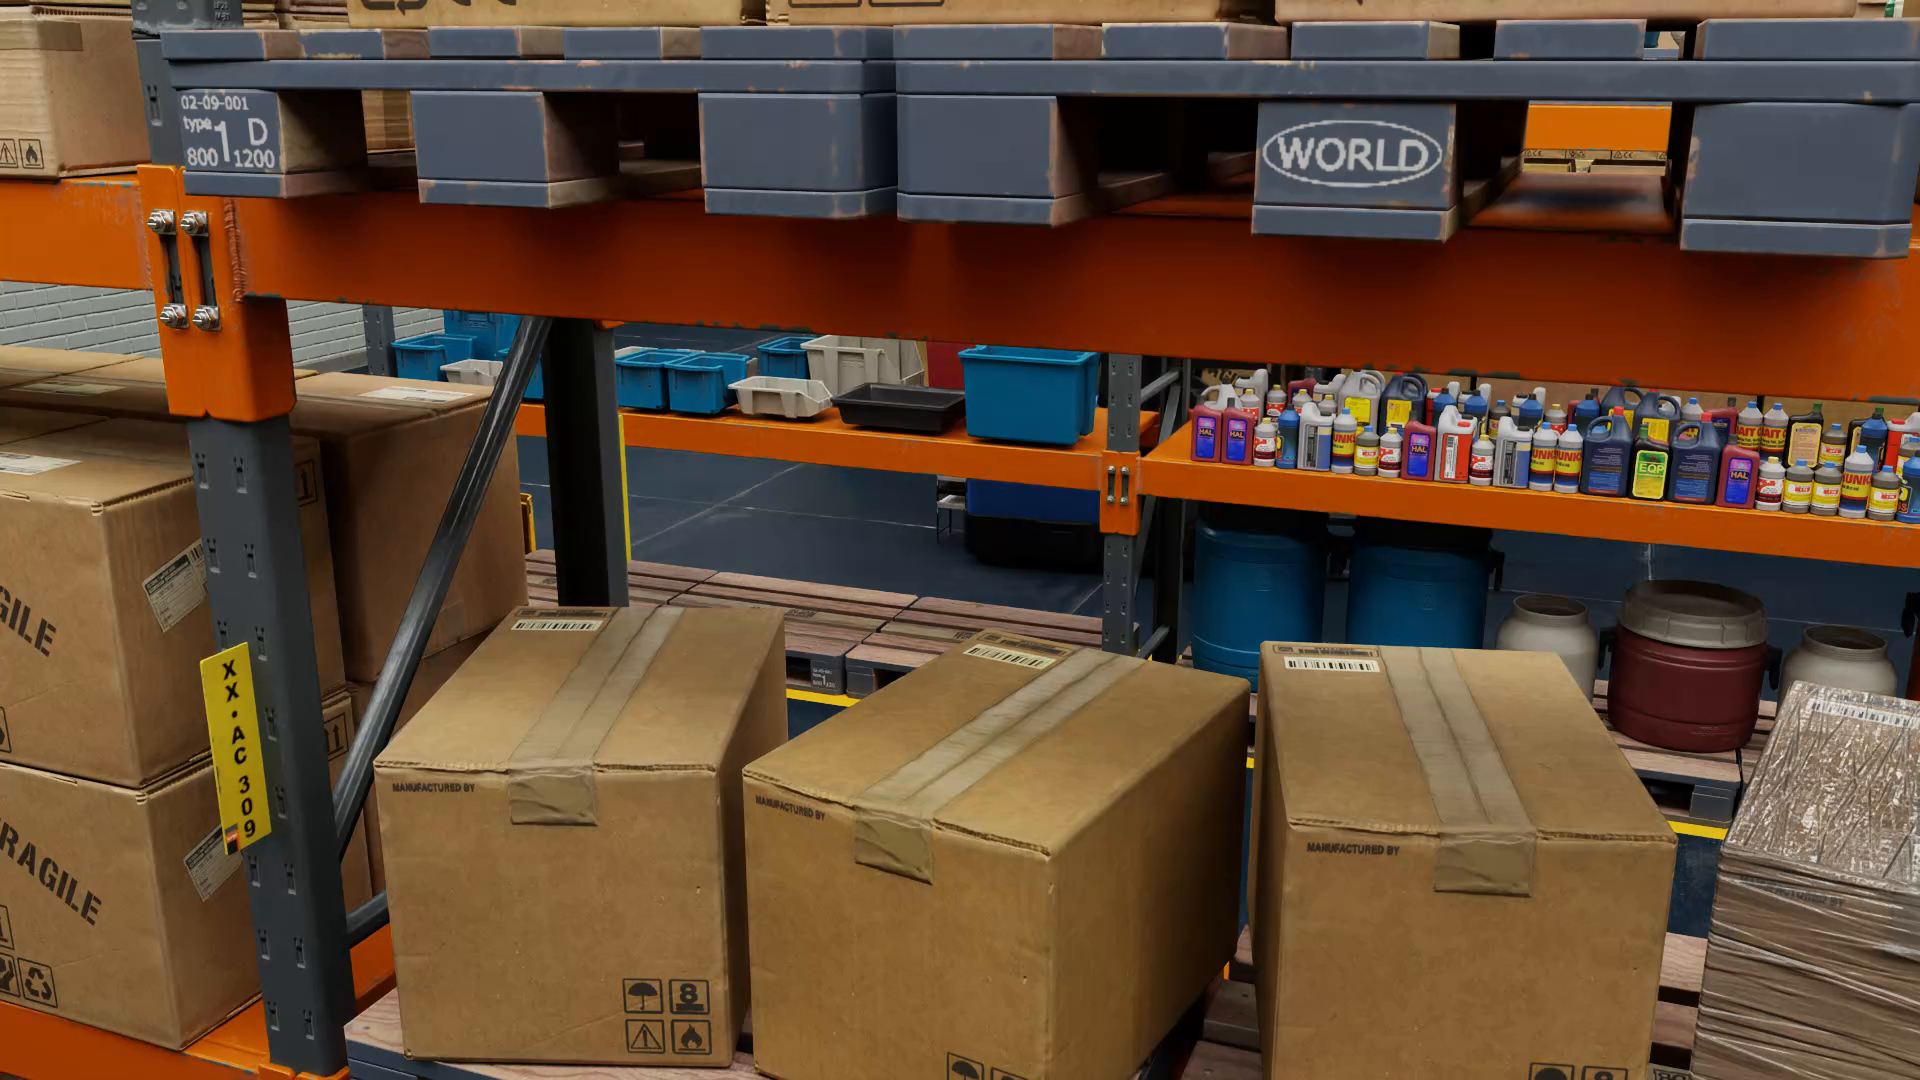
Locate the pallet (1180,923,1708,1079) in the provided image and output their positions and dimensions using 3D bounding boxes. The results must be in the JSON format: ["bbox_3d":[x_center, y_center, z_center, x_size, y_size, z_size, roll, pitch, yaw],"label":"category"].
[{"bbox_3d":[0.969,0.906,2.518,1.213,0.211,1.003,6,17,21],"label":"pallet"}]

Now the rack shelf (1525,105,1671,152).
[{"bbox_3d":[2.740,-1.573,6.621,4.000,0.370,1.077,6,17,21],"label":"rack shelf"}]

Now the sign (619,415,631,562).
[{"bbox_3d":[-0.741,-0.098,3.555,0.005,0.325,0.100,6,17,21],"label":"sign"}]

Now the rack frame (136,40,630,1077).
[{"bbox_3d":[-0.941,0.602,3.220,0.127,3.000,1.000,6,17,21],"label":"rack frame"}]

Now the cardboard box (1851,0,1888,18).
[{"bbox_3d":[5.824,-3.293,10.318,0.637,0.503,0.797,7,18,24],"label":"cardboard box"}]

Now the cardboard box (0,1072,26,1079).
[{"bbox_3d":[-2.691,1.399,4.164,0.637,0.503,0.797,6,17,21],"label":"cardboard box"}]

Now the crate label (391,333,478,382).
[{"bbox_3d":[-2.733,-0.929,8.687,0.303,0.233,0.416,6,17,21],"label":"crate label"}]

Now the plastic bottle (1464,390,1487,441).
[{"bbox_3d":[2.271,-0.527,7.340,0.097,0.271,0.097,0,16,0],"label":"plastic bottle"}]

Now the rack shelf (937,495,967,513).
[{"bbox_3d":[-0.008,-0.228,10.611,0.200,0.077,0.258,6,17,21],"label":"rack shelf"}]

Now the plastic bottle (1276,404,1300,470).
[{"bbox_3d":[1.393,-0.442,7.046,0.097,0.271,0.097,0,16,0],"label":"plastic bottle"}]

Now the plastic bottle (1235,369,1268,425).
[{"bbox_3d":[1.365,-0.666,7.811,0.135,0.276,0.152,6,17,21],"label":"plastic bottle"}]

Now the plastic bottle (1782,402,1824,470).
[{"bbox_3d":[3.564,-0.442,7.024,0.133,0.283,0.061,6,17,21],"label":"plastic bottle"}]

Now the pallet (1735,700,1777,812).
[{"bbox_3d":[3.852,0.996,6.864,1.213,0.211,1.003,6,17,21],"label":"pallet"}]

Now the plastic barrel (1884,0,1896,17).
[{"bbox_3d":[3.699,-2.009,6.358,0.294,0.245,0.294,0,16,0],"label":"plastic barrel"}]

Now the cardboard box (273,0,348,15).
[{"bbox_3d":[-1.303,-1.121,3.146,0.500,0.250,0.500,6,17,21],"label":"cardboard box"}]

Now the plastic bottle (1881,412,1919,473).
[{"bbox_3d":[3.886,-0.389,6.856,0.135,0.276,0.152,6,17,21],"label":"plastic bottle"}]

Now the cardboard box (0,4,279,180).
[{"bbox_3d":[-1.491,-0.747,2.756,0.500,0.250,0.500,6,17,21],"label":"cardboard box"}]

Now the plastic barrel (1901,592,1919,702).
[{"bbox_3d":[4.139,0.522,6.635,0.708,0.830,0.600,6,17,21],"label":"plastic barrel"}]

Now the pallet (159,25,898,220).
[{"bbox_3d":[-0.360,-0.663,2.535,1.003,0.211,1.213,6,17,21],"label":"pallet"}]

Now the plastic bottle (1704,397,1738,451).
[{"bbox_3d":[3.258,-0.475,7.140,0.133,0.283,0.061,6,17,21],"label":"plastic bottle"}]

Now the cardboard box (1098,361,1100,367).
[{"bbox_3d":[1.275,-1.328,12.927,0.875,0.875,0.875,6,17,21],"label":"cardboard box"}]

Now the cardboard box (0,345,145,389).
[{"bbox_3d":[-2.235,-0.153,3.847,0.500,0.500,0.500,6,17,19],"label":"cardboard box"}]

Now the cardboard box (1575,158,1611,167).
[{"bbox_3d":[7.594,-4.482,20.106,0.500,0.250,0.500,7,17,21],"label":"cardboard box"}]

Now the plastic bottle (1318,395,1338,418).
[{"bbox_3d":[1.676,-0.559,7.575,0.097,0.201,0.097,0,16,0],"label":"plastic bottle"}]

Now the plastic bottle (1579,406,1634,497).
[{"bbox_3d":[2.576,-0.357,6.611,0.185,0.351,0.144,6,17,21],"label":"plastic bottle"}]

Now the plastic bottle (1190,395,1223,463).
[{"bbox_3d":[1.064,-0.478,7.150,0.133,0.283,0.061,6,17,21],"label":"plastic bottle"}]

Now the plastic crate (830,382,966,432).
[{"bbox_3d":[-0.260,-0.624,7.828,0.590,0.125,0.437,6,17,21],"label":"plastic crate"}]

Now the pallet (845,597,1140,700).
[{"bbox_3d":[0.181,0.592,8.257,1.213,0.211,1.003,6,17,21],"label":"pallet"}]

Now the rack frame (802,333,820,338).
[{"bbox_3d":[-1.024,-2.376,13.478,0.127,3.000,1.000,6,17,21],"label":"rack frame"}]

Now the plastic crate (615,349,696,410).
[{"bbox_3d":[-1.508,-0.795,8.223,0.300,0.233,0.416,6,17,21],"label":"plastic crate"}]

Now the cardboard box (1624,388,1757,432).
[{"bbox_3d":[4.957,-0.908,11.479,0.875,0.875,1.225,6,17,21],"label":"cardboard box"}]

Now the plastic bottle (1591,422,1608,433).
[{"bbox_3d":[2.579,-0.354,6.745,0.097,0.271,0.097,0,16,0],"label":"plastic bottle"}]

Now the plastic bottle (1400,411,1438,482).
[{"bbox_3d":[1.890,-0.387,6.837,0.133,0.283,0.061,6,17,21],"label":"plastic bottle"}]

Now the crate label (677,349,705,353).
[{"bbox_3d":[-1.484,-0.902,8.765,0.243,0.136,0.396,6,17,21],"label":"crate label"}]

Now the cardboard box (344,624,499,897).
[{"bbox_3d":[-1.316,0.431,3.629,0.500,0.500,0.500,7,18,22],"label":"cardboard box"}]

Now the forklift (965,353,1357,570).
[{"bbox_3d":[1.604,-1.303,9.906,3.031,2.935,1.130,4,17,13],"label":"forklift"}]

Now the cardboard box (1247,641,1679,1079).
[{"bbox_3d":[0.725,0.517,2.580,0.500,0.500,0.700,2,16,7],"label":"cardboard box"}]

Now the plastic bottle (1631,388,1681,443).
[{"bbox_3d":[2.949,-0.484,7.048,0.185,0.351,0.144,6,17,21],"label":"plastic bottle"}]

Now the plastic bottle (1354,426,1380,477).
[{"bbox_3d":[1.699,-0.374,6.939,0.097,0.201,0.097,0,16,0],"label":"plastic bottle"}]

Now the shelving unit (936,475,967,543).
[{"bbox_3d":[-0.008,-0.433,10.551,0.210,0.900,0.258,6,17,21],"label":"shelving unit"}]

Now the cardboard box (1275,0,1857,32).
[{"bbox_3d":[0.742,-0.930,2.004,0.600,0.600,0.600,6,17,18],"label":"cardboard box"}]

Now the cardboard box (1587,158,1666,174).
[{"bbox_3d":[4.512,-2.301,11.240,0.637,0.503,0.797,7,18,22],"label":"cardboard box"}]

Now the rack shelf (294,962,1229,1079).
[{"bbox_3d":[0.919,1.152,2.615,4.000,0.370,1.077,6,17,21],"label":"rack shelf"}]

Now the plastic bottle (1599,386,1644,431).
[{"bbox_3d":[2.879,-0.537,7.231,0.185,0.351,0.144,6,17,21],"label":"plastic bottle"}]

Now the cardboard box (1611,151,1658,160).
[{"bbox_3d":[8.069,-4.798,19.847,0.500,0.500,0.500,6,17,20],"label":"cardboard box"}]

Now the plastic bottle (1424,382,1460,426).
[{"bbox_3d":[2.174,-0.577,7.504,0.135,0.276,0.152,6,17,21],"label":"plastic bottle"}]

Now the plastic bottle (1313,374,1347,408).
[{"bbox_3d":[1.705,-0.629,7.682,0.135,0.276,0.152,6,17,21],"label":"plastic bottle"}]

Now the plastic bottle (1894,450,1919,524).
[{"bbox_3d":[3.571,-0.202,6.220,0.097,0.271,0.097,0,16,0],"label":"plastic bottle"}]

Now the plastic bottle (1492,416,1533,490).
[{"bbox_3d":[2.247,-0.358,6.749,0.135,0.276,0.152,6,17,21],"label":"plastic bottle"}]

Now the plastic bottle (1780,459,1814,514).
[{"bbox_3d":[3.209,-0.208,6.367,0.097,0.201,0.097,0,16,0],"label":"plastic bottle"}]

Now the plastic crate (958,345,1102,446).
[{"bbox_3d":[0.320,-0.663,7.497,0.575,0.384,0.392,6,17,21],"label":"plastic crate"}]

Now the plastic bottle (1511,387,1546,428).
[{"bbox_3d":[2.515,-0.540,7.375,0.135,0.276,0.152,6,17,21],"label":"plastic bottle"}]

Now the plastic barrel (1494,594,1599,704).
[{"bbox_3d":[2.531,0.524,7.197,0.421,0.512,0.421,0,16,0],"label":"plastic barrel"}]

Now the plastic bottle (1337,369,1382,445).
[{"bbox_3d":[1.802,-0.612,7.490,0.185,0.351,0.144,6,17,21],"label":"plastic bottle"}]

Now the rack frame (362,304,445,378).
[{"bbox_3d":[-2.841,-1.091,9.053,0.127,3.000,1.000,6,17,21],"label":"rack frame"}]
